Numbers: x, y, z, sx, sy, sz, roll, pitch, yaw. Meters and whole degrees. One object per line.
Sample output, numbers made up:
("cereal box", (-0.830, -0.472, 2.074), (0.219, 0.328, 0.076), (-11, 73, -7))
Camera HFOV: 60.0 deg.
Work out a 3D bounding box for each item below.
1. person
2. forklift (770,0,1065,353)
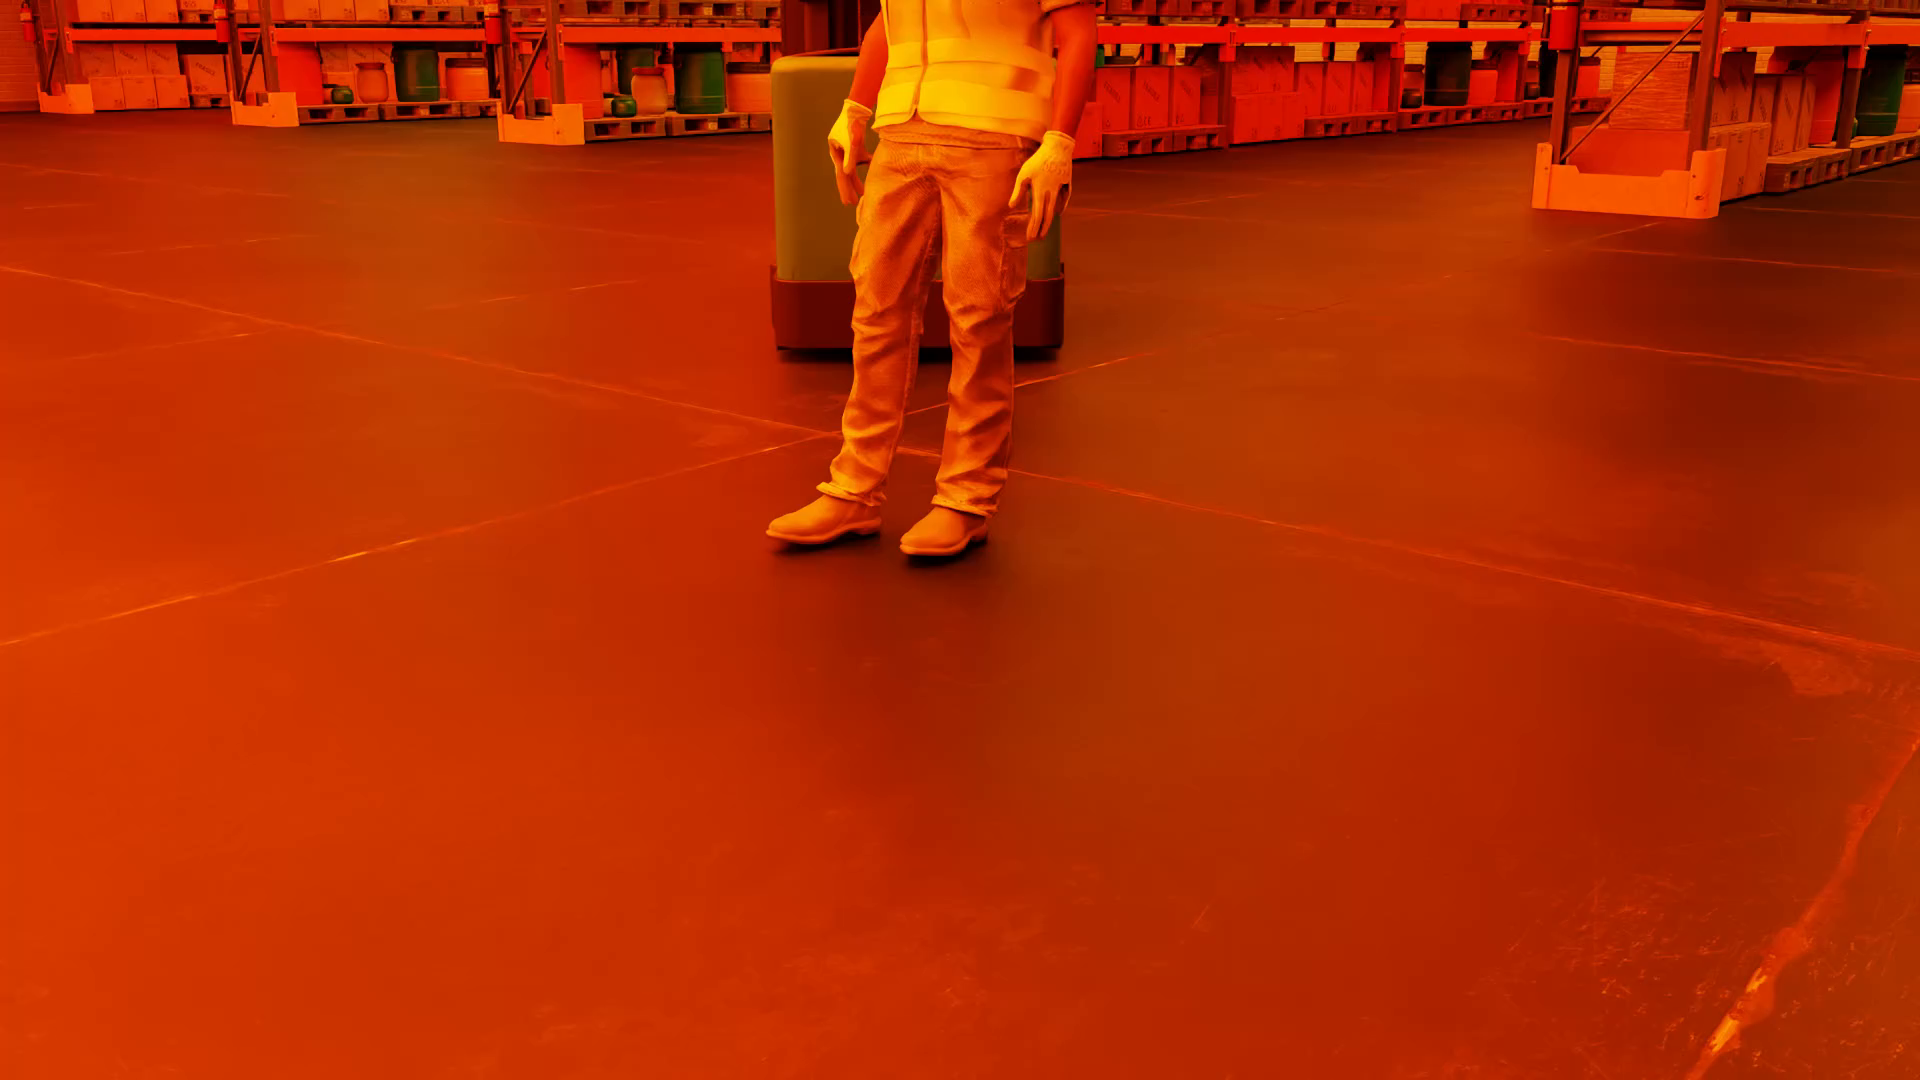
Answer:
("person", (-0.052, -0.845, 3.632), (0.656, 1.784, 0.575), (13, 21, 37))
("forklift", (-0.203, -2.462, 7.007), (1.130, 2.935, 3.031), (-1, 17, -2))
